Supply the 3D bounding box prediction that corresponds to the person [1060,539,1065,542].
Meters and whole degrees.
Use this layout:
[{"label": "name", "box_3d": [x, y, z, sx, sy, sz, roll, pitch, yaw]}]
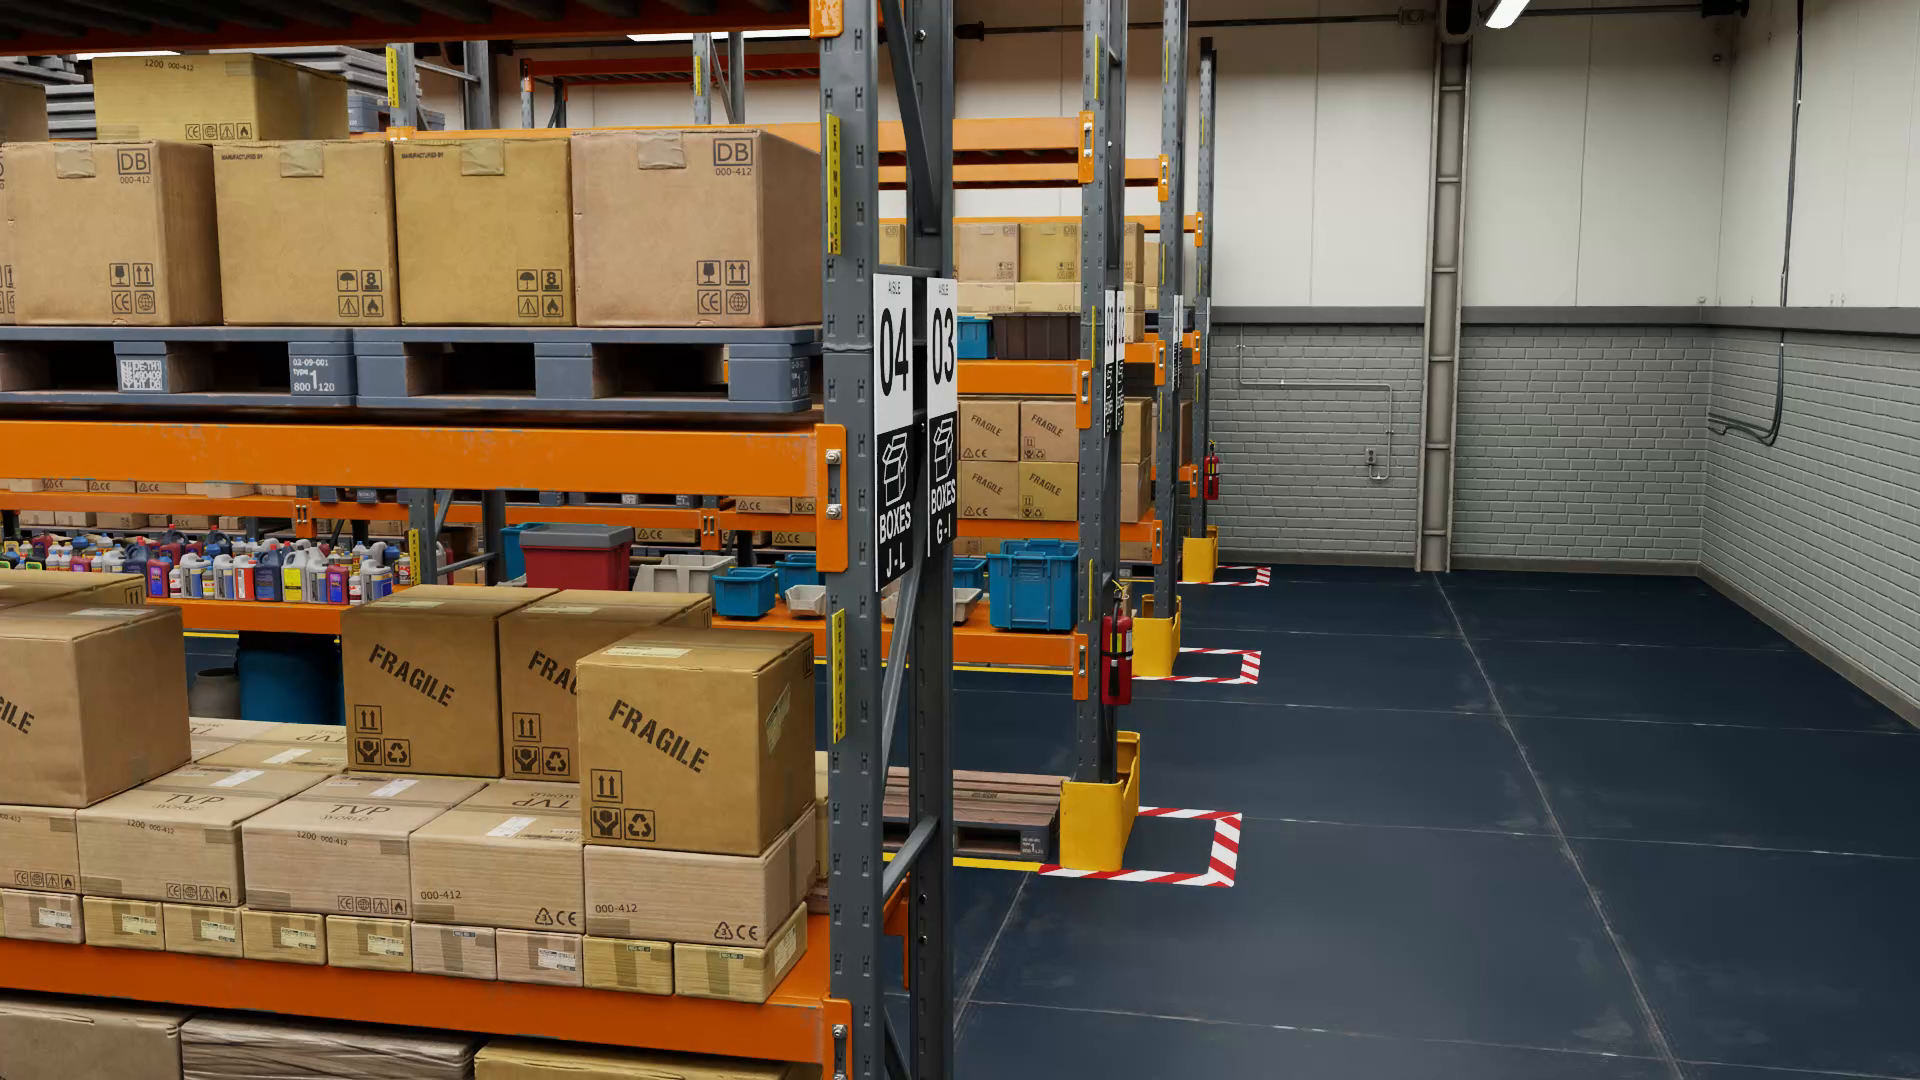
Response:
[{"label": "person", "box_3d": [0.918, 0.016, 16.231, 0.343, 1.703, 0.465, 2, 8, 13]}]
